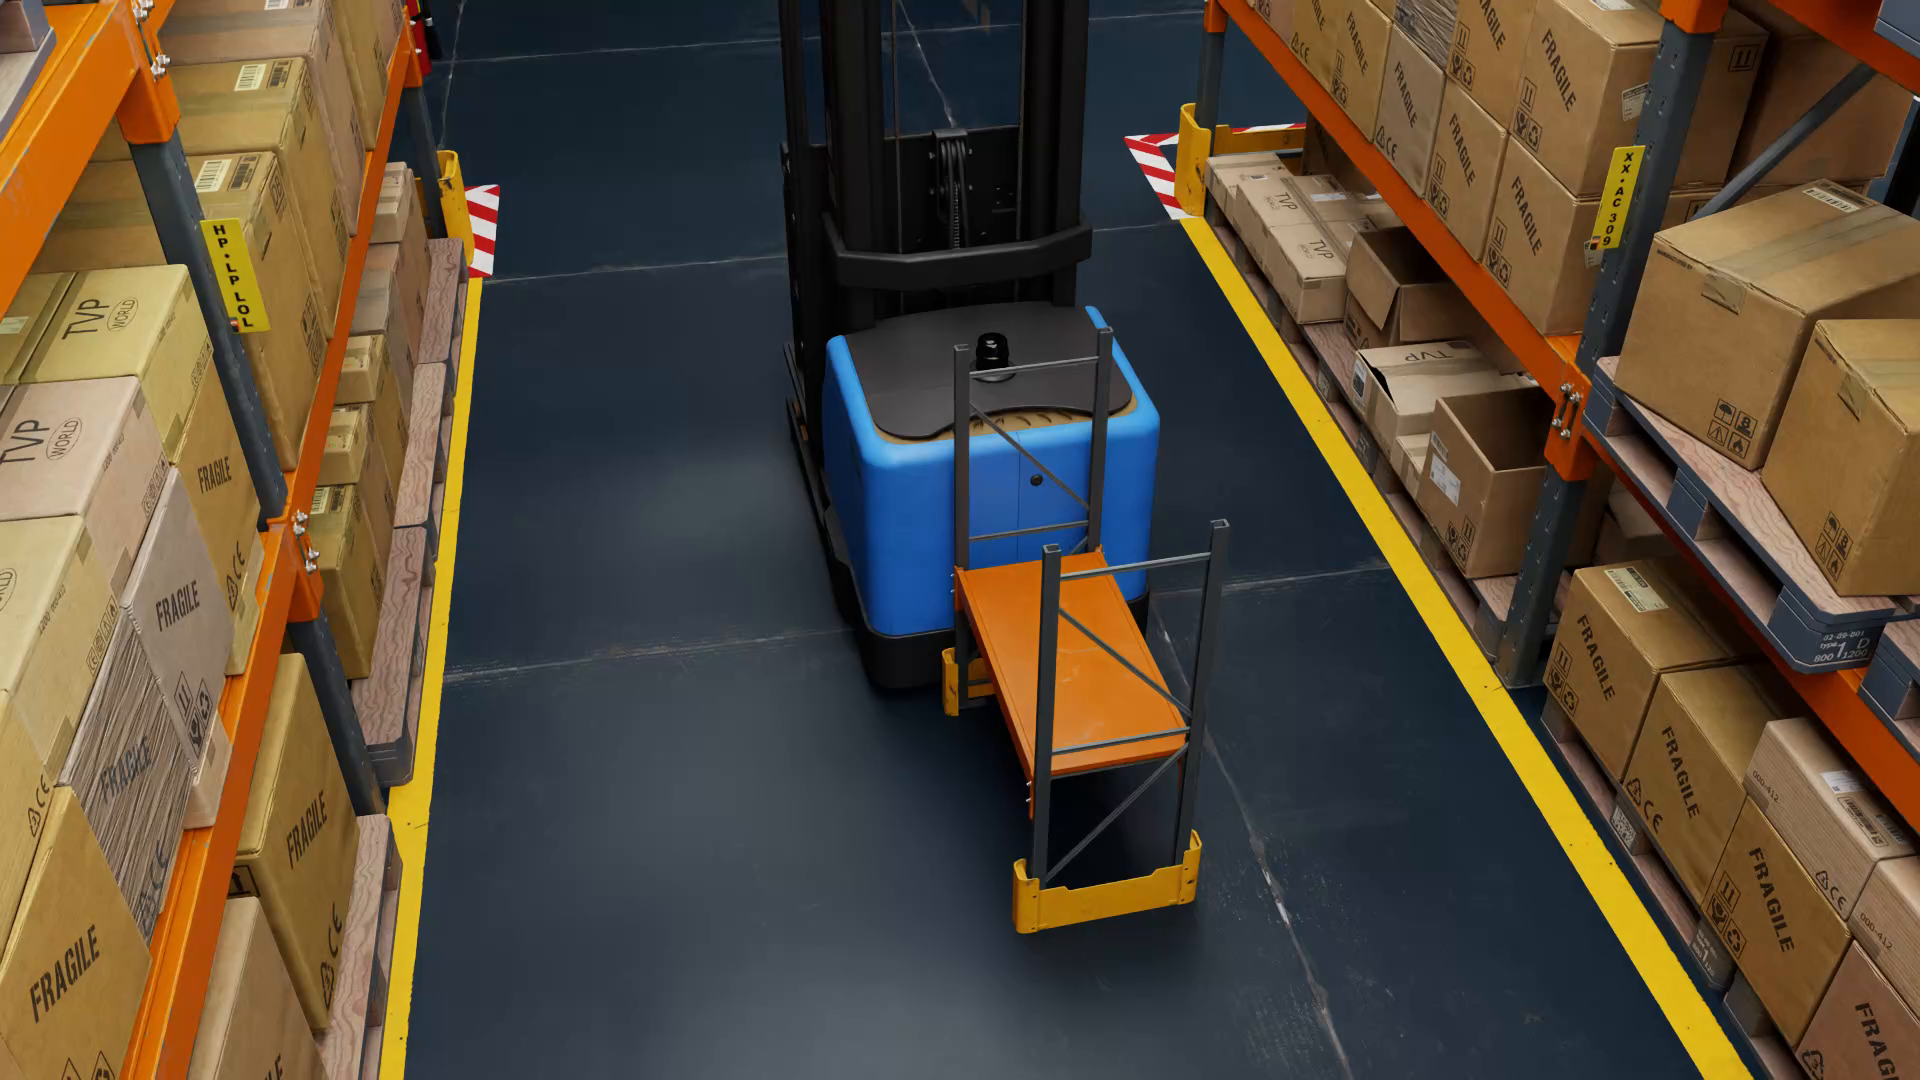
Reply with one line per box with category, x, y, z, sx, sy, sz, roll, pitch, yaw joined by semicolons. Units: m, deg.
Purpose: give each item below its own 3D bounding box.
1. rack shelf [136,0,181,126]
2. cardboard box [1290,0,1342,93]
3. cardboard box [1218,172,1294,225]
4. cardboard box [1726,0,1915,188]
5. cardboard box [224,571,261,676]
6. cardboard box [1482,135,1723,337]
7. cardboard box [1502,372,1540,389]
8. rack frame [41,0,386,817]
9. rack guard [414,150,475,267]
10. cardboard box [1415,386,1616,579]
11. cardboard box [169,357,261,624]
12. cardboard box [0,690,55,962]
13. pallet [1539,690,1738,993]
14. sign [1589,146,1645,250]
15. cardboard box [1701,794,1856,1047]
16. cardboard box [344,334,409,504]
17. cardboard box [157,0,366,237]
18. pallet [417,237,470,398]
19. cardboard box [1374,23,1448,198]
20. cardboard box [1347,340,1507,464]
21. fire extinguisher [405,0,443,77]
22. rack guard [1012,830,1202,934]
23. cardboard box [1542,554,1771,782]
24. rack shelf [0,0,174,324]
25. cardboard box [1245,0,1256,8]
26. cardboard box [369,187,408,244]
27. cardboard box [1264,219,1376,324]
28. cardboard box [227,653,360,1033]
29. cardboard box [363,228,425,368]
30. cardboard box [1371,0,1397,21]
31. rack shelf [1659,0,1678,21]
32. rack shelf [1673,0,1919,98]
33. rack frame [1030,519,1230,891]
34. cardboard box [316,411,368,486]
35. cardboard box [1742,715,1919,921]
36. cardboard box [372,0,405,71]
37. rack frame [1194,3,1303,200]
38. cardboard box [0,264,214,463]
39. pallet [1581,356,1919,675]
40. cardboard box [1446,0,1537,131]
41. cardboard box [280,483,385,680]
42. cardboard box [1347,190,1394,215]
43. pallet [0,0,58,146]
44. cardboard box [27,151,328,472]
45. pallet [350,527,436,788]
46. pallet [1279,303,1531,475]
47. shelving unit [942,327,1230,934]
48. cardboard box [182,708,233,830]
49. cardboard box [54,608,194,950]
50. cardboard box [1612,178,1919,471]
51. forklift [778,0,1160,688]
rack shelf;-2.760;-2.299;5.405;1.077;0.370;4.000;-6;38;-8
cardboard box;1.765;-2.270;7.145;0.500;0.500;0.500;-6;38;-8
cardboard box;1.545;-1.755;8.515;0.380;0.166;0.250;-6;38;-8
cardboard box;2.662;-1.474;5.306;0.500;0.500;0.500;-5;38;-7
cardboard box;-2.003;0.225;4.204;0.380;0.149;0.250;-6;38;-7
cardboard box;2.127;-1.039;5.561;0.500;0.500;0.500;-6;38;-7
cardboard box;2.445;-0.578;7.000;0.380;0.166;0.250;-6;38;-8
rack frame;-2.409;-0.190;4.550;1.000;3.000;0.127;-6;38;-8
rack guard;-3.114;-1.634;8.445;1.175;0.500;0.348;-6;38;-8
cardboard box;2.088;-0.225;6.274;0.500;0.500;0.500;-6;38;-8
cardboard box;-2.080;-0.103;4.098;0.500;0.500;0.500;-7;38;-9
cardboard box;-1.816;0.529;2.672;0.500;0.250;0.500;-7;38;-9
pallet;2.647;0.863;5.467;1.003;0.211;1.213;-6;38;-8
sign;1.935;-1.004;4.892;0.100;0.325;0.005;-6;38;-8
cardboard box;2.497;1.030;4.658;0.500;0.500;0.500;-6;38;-7
cardboard box;-2.612;-0.446;6.574;0.700;0.500;0.500;-5;38;-7
cardboard box;-2.748;-1.518;6.014;0.980;0.700;0.700;-8;39;-10
pallet;-2.893;-1.030;7.904;1.003;0.211;1.213;-6;38;-8
cardboard box;1.943;-1.660;6.361;0.500;0.500;0.500;-5;38;-7
cardboard box;1.957;-0.604;6.915;0.500;0.311;0.500;-6;38;-8
fire extinguisher;-2.682;-2.569;7.979;0.296;0.674;0.183;-6;38;-8
rack guard;0.455;1.063;5.178;0.587;0.250;0.087;-8;39;-10
cardboard box;2.312;0.407;5.461;0.500;0.500;0.500;-8;39;-10
rack shelf;-2.058;0.117;2.295;1.077;0.370;4.000;-6;38;-8
cardboard box;1.584;-2.884;7.936;0.500;0.500;0.500;-5;38;-7
cardboard box;-2.642;-1.417;7.295;0.380;0.149;0.250;-5;38;-7
cardboard box;1.757;-1.266;7.817;0.500;0.250;0.500;-6;38;-8
cardboard box;-2.167;0.872;4.593;0.750;0.750;0.750;-6;38;-7
cardboard box;-2.801;-1.071;7.378;0.700;0.500;0.500;-6;38;-8
cardboard box;1.856;-2.355;6.440;0.500;0.500;0.500;-7;38;-8
rack shelf;2.117;-2.834;6.094;1.077;0.370;4.000;-6;38;-8
rack shelf;2.818;-0.418;2.984;1.077;0.370;4.000;-6;38;-8
rack frame;0.460;0.581;4.779;0.500;1.500;0.032;-8;39;-10
cardboard box;-2.319;-0.314;5.876;0.380;0.149;0.250;-5;38;-6
cardboard box;2.488;0.714;4.453;0.500;0.250;0.500;-6;38;-8
cardboard box;-3.011;-2.418;7.172;0.980;0.700;0.700;-5;38;-6
rack frame;1.766;-3.141;8.348;1.000;3.000;0.127;-6;38;-8
cardboard box;-2.075;-0.397;3.864;0.500;0.250;0.500;-5;38;-7
pallet;2.500;-0.155;4.661;1.003;0.211;1.213;-6;38;-8
cardboard box;2.031;-1.746;5.656;0.500;0.500;0.500;-7;38;-9
cardboard box;-2.439;0.168;5.783;0.700;0.500;0.500;-6;38;-7
cardboard box;2.086;-1.640;8.367;0.380;0.166;0.250;-6;38;-8
pallet;-2.200;-0.751;2.982;0.805;0.209;1.217;-8;39;-10
cardboard box;-2.488;-0.638;4.882;0.980;0.700;0.700;-6;38;-7
pallet;-2.465;0.443;6.007;1.003;0.211;1.213;-6;38;-8
pallet;2.131;-0.777;7.579;1.003;0.211;1.213;-6;38;-8
shelving unit;0.342;0.272;5.177;0.587;1.500;1.083;-8;39;-10
cardboard box;-1.898;0.539;3.799;0.380;0.149;0.250;-6;38;-8
cardboard box;-1.901;0.508;3.311;0.500;0.500;0.500;-6;38;-8
cardboard box;2.330;-0.620;4.680;0.700;0.500;0.500;-19;42;-23
forklift;-0.142;-1.533;6.335;1.130;2.935;3.031;-8;39;-10
